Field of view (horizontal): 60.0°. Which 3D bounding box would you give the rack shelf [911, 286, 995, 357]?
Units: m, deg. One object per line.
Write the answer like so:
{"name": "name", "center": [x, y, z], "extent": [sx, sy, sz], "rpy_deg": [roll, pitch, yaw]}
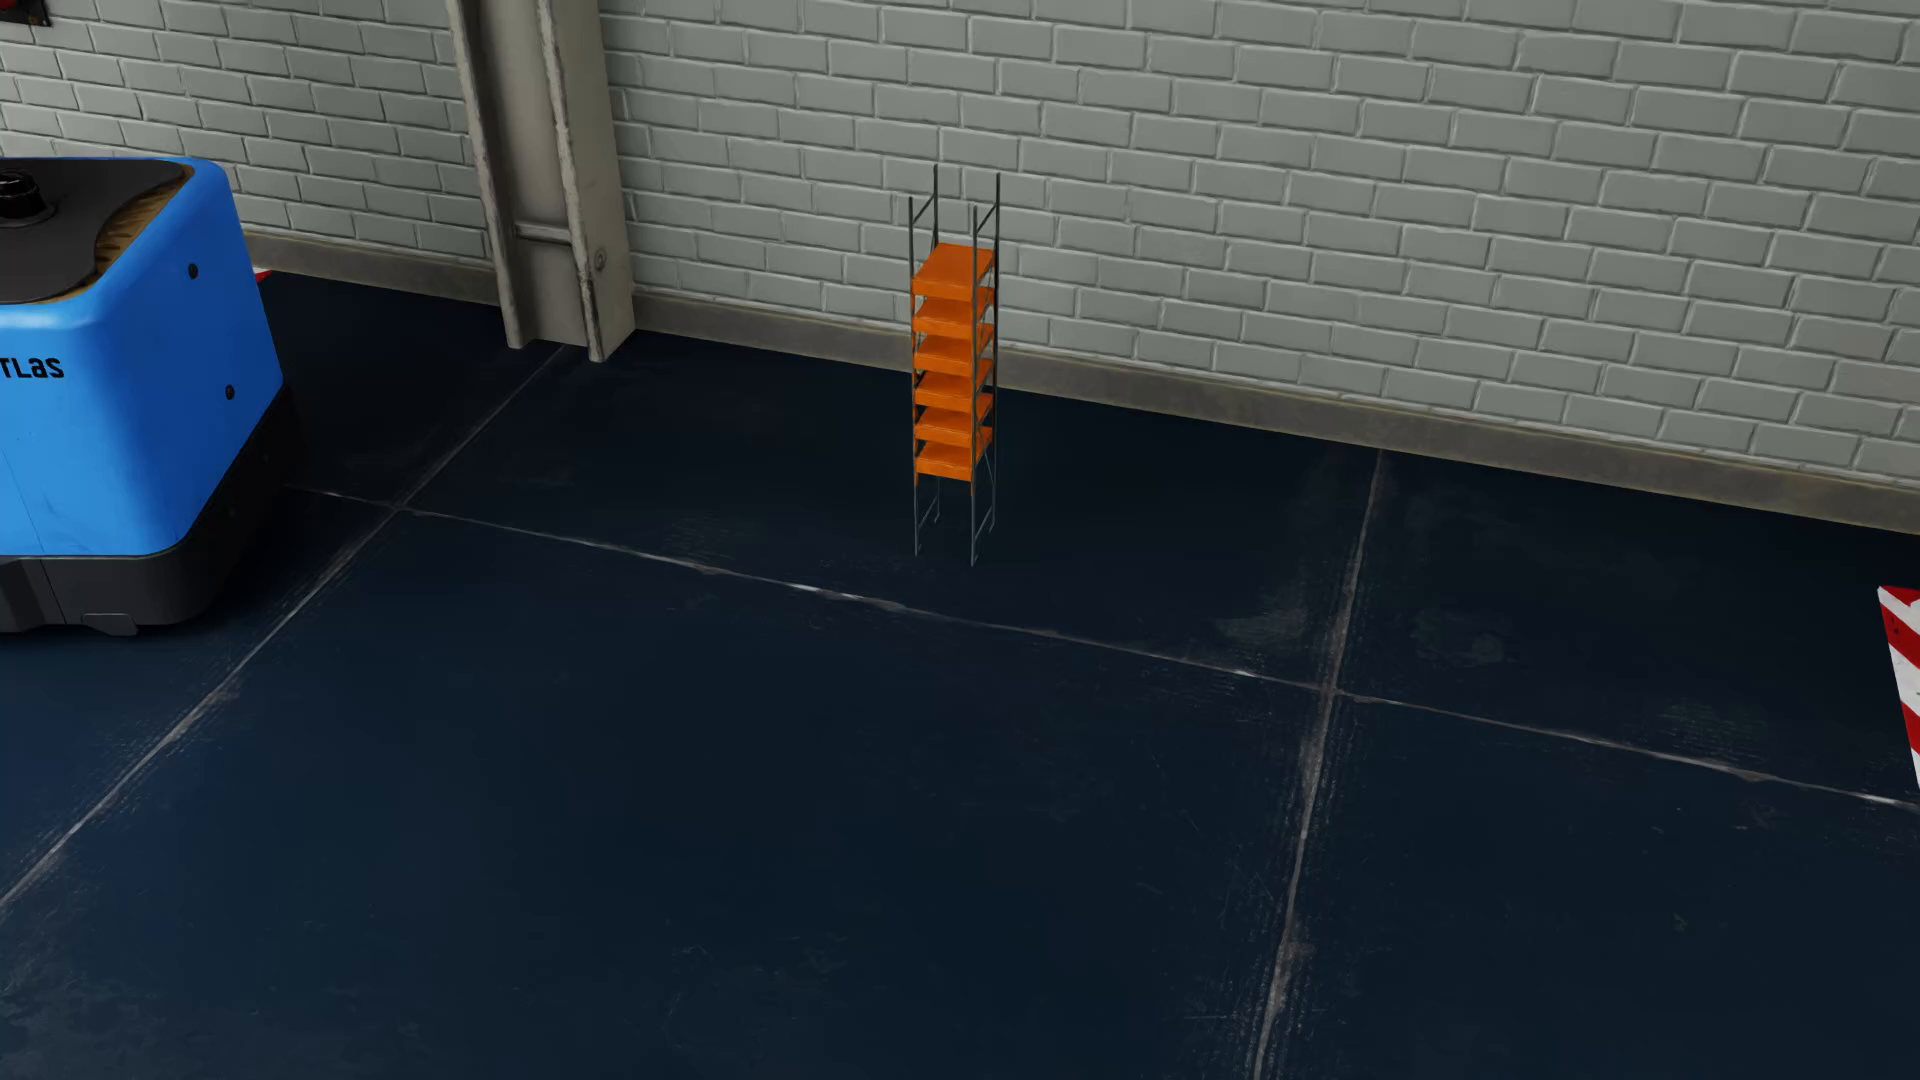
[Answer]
{"name": "rack shelf", "center": [-0.014, -0.643, 4.782], "extent": [0.180, 0.103, 0.258], "rpy_deg": [10, 38, 14]}

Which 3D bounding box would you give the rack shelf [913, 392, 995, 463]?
{"name": "rack shelf", "center": [-0.014, -0.353, 4.995], "extent": [0.180, 0.103, 0.258], "rpy_deg": [10, 38, 14]}

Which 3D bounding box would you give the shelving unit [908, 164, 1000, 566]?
{"name": "shelving unit", "center": [-0.014, -0.486, 4.898], "extent": [0.189, 1.200, 0.258], "rpy_deg": [10, 38, 14]}

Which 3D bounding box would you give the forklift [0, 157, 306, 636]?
{"name": "forklift", "center": [-3.708, -1.193, 4.399], "extent": [3.031, 2.935, 1.130], "rpy_deg": [0, 36, 0]}

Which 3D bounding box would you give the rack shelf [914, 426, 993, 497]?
{"name": "rack shelf", "center": [-0.014, -0.257, 5.066], "extent": [0.180, 0.103, 0.258], "rpy_deg": [10, 38, 14]}

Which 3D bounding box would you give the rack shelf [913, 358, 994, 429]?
{"name": "rack shelf", "center": [-0.014, -0.450, 4.924], "extent": [0.180, 0.103, 0.258], "rpy_deg": [10, 38, 14]}

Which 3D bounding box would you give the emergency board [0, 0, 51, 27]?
{"name": "emergency board", "center": [-3.810, -2.443, 6.038], "extent": [0.643, 1.169, 0.194], "rpy_deg": [10, 38, 14]}

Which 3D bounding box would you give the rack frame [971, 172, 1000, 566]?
{"name": "rack frame", "center": [0.074, -0.470, 4.876], "extent": [0.006, 1.200, 0.240], "rpy_deg": [10, 38, 14]}

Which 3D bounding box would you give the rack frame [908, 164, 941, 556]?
{"name": "rack frame", "center": [-0.101, -0.502, 4.920], "extent": [0.006, 1.200, 0.240], "rpy_deg": [10, 38, 14]}

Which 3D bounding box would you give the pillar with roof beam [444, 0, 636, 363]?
{"name": "pillar with roof beam", "center": [-2.746, -1.965, 0.328], "extent": [0.400, 9.000, 9.100], "rpy_deg": [10, 38, 14]}

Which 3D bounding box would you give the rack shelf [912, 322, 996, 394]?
{"name": "rack shelf", "center": [-0.014, -0.547, 4.853], "extent": [0.180, 0.103, 0.258], "rpy_deg": [10, 38, 14]}

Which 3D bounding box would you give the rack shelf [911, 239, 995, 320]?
{"name": "rack shelf", "center": [-0.014, -0.740, 4.711], "extent": [0.180, 0.103, 0.258], "rpy_deg": [10, 38, 14]}
